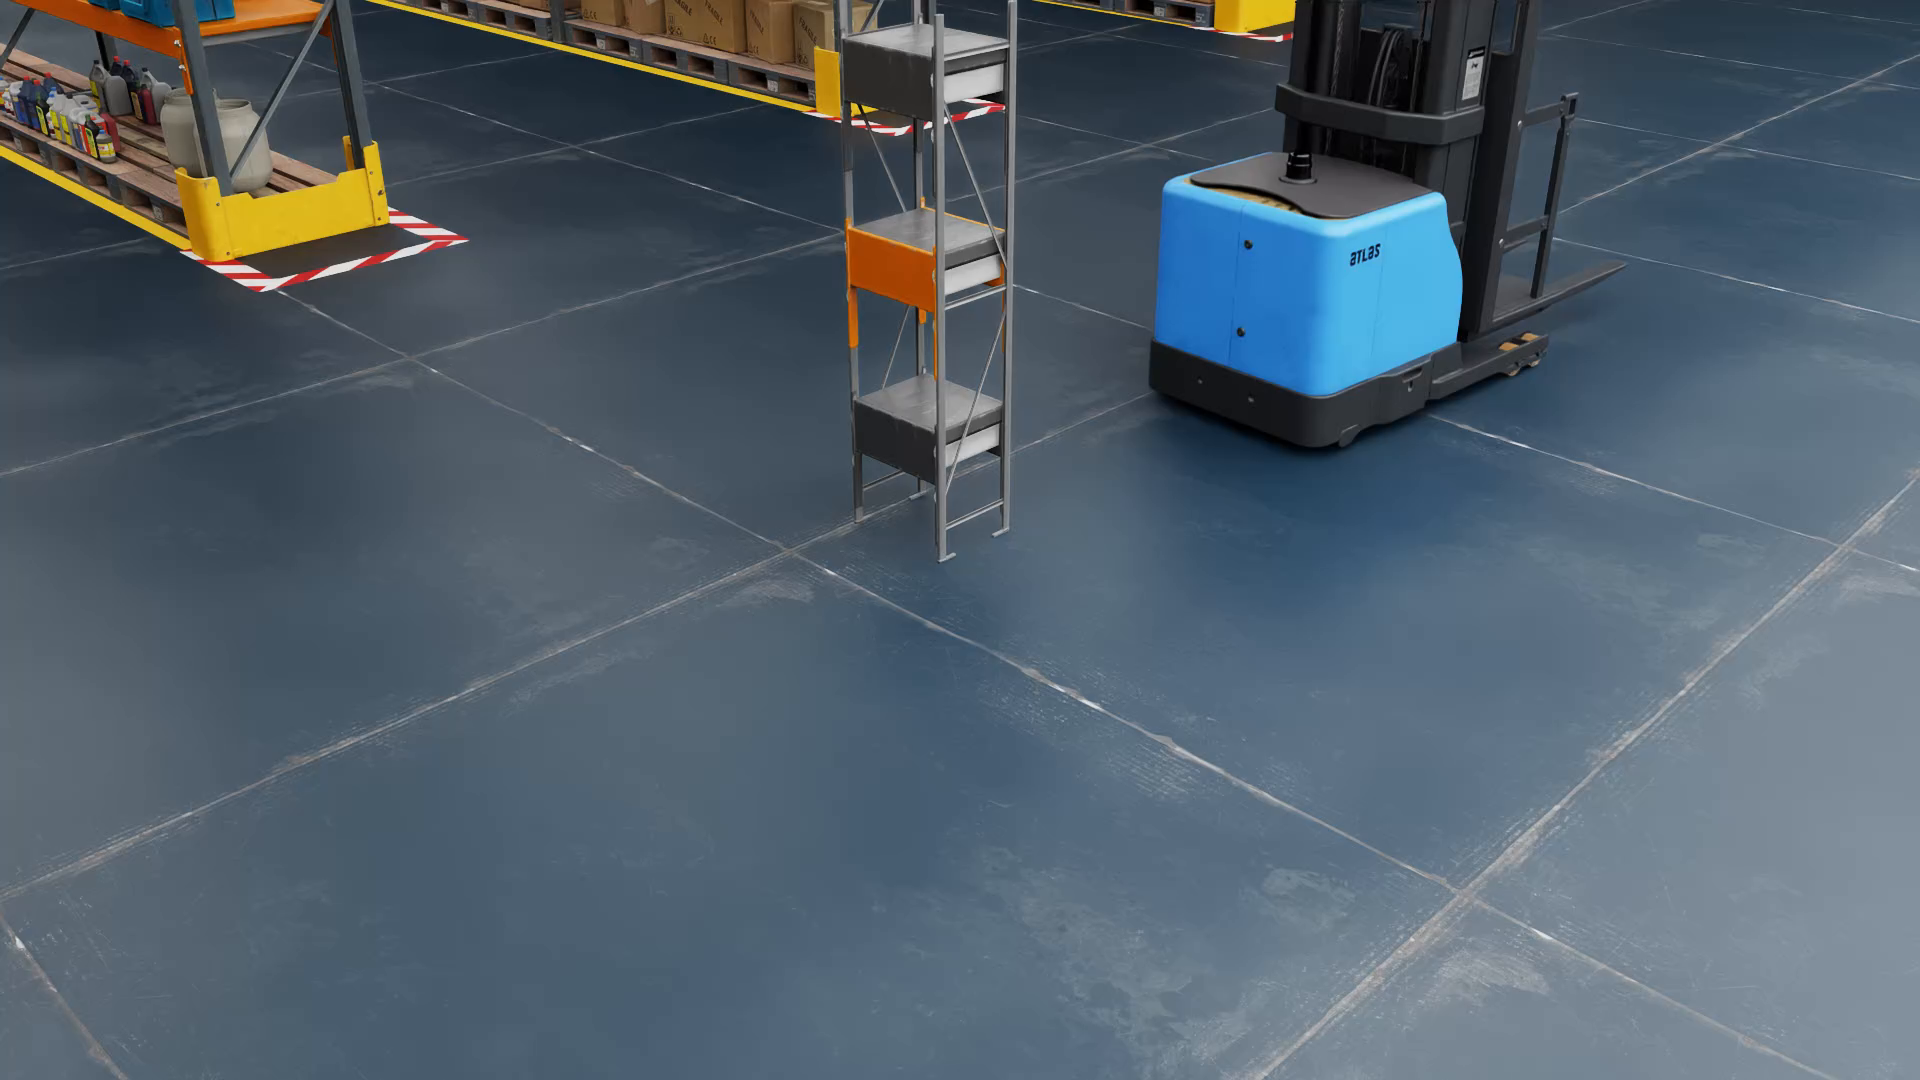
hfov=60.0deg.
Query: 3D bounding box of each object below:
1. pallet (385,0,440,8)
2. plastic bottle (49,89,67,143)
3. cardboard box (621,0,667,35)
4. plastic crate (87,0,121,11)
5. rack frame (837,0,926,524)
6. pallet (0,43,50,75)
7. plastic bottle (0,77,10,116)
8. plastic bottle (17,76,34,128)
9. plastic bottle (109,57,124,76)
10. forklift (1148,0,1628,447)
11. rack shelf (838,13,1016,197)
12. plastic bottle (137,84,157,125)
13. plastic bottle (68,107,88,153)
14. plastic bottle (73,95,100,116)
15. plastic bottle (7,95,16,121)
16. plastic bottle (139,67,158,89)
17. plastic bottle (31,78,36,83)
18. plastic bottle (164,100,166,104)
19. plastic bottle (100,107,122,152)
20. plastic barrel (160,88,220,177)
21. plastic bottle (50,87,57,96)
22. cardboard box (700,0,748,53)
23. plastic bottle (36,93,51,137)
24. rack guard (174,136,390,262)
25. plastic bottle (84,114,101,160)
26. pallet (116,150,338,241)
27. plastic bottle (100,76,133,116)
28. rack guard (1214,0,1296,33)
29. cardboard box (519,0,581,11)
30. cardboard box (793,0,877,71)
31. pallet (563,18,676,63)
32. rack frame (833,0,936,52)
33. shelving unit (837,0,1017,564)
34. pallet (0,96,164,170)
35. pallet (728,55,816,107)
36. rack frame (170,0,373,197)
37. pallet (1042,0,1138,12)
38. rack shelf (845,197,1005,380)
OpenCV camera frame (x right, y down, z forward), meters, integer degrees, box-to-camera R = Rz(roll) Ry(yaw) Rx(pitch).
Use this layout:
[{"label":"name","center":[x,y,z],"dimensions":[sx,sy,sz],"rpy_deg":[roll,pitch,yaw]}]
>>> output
[{"label":"pallet","center":[-5.732,-5.973,17.882],"dimensions":[1.213,0.211,1.003],"rpy_deg":[25,36,38]},{"label":"plastic bottle","center":[-6.186,-2.934,11.481],"dimensions":[0.185,0.351,0.144],"rpy_deg":[24,36,38]},{"label":"cardboard box","center":[-2.765,-4.908,15.096],"dimensions":[0.500,0.500,0.500],"rpy_deg":[-13,31,-24]},{"label":"plastic crate","center":[-5.082,-3.420,10.191],"dimensions":[0.408,0.251,0.499],"rpy_deg":[25,36,38]},{"label":"rack frame","center":[-0.292,-1.063,6.515],"dimensions":[0.015,2.100,0.400],"rpy_deg":[25,36,38]},{"label":"pallet","center":[-8.370,-3.921,13.979],"dimensions":[1.213,0.211,1.003],"rpy_deg":[25,36,38]},{"label":"plastic bottle","center":[-6.988,-3.251,12.169],"dimensions":[0.097,0.271,0.097],"rpy_deg":[0,28,0]},{"label":"plastic bottle","center":[-6.624,-3.135,11.862],"dimensions":[0.144,0.351,0.185],"rpy_deg":[-24,36,-38]},{"label":"plastic bottle","center":[-6.247,-3.421,12.407],"dimensions":[0.185,0.351,0.144],"rpy_deg":[23,36,37]},{"label":"forklift","center":[2.341,-2.276,7.929],"dimensions":[3.031,2.935,1.130],"rpy_deg":[-23,35,-36]},{"label":"rack shelf","center":[-0.118,-1.591,6.045],"dimensions":[0.480,0.518,0.431],"rpy_deg":[25,36,38]},{"label":"plastic bottle","center":[-5.841,-3.133,11.932],"dimensions":[0.133,0.283,0.061],"rpy_deg":[25,36,38]},{"label":"plastic bottle","center":[-5.932,-2.788,11.283],"dimensions":[0.135,0.276,0.152],"rpy_deg":[23,36,37]},{"label":"plastic bottle","center":[-6.100,-2.959,11.607],"dimensions":[0.135,0.276,0.152],"rpy_deg":[25,36,38]},{"label":"plastic bottle","center":[-6.843,-3.154,12.059],"dimensions":[0.097,0.201,0.097],"rpy_deg":[0,28,0]},{"label":"plastic bottle","center":[-5.880,-3.253,12.087],"dimensions":[0.185,0.351,0.144],"rpy_deg":[24,36,38]},{"label":"plastic bottle","center":[-6.664,-3.196,12.050],"dimensions":[0.133,0.283,0.061],"rpy_deg":[25,36,38]},{"label":"plastic bottle","center":[-5.663,-3.103,11.963],"dimensions":[0.097,0.201,0.097],"rpy_deg":[0,28,0]},{"label":"plastic bottle","center":[-5.759,-2.781,11.262],"dimensions":[0.133,0.283,0.061],"rpy_deg":[25,36,38]},{"label":"plastic barrel","center":[-4.936,-2.646,10.781],"dimensions":[0.421,0.512,0.421],"rpy_deg":[0,28,0]},{"label":"plastic bottle","center":[-6.436,-3.092,11.867],"dimensions":[0.097,0.271,0.097],"rpy_deg":[0,28,0]},{"label":"cardboard box","center":[-1.900,-4.535,14.386],"dimensions":[0.500,0.500,0.500],"rpy_deg":[-21,34,-35]},{"label":"plastic bottle","center":[-6.400,-2.975,11.632],"dimensions":[0.061,0.283,0.133],"rpy_deg":[-23,36,-37]},{"label":"rack guard","center":[-4.143,-2.111,10.228],"dimensions":[0.348,0.500,1.175],"rpy_deg":[25,36,38]},{"label":"plastic bottle","center":[-5.769,-2.687,11.082],"dimensions":[0.061,0.283,0.133],"rpy_deg":[-24,36,-38]},{"label":"pallet","center":[-4.719,-2.250,10.802],"dimensions":[1.213,0.211,1.003],"rpy_deg":[25,36,38]},{"label":"plastic bottle","center":[-6.196,-3.268,12.196],"dimensions":[0.135,0.276,0.152],"rpy_deg":[25,36,38]},{"label":"rack guard","center":[2.983,-5.351,16.389],"dimensions":[0.348,0.500,1.175],"rpy_deg":[25,36,38]},{"label":"cardboard box","center":[-3.859,-5.453,16.110],"dimensions":[0.500,0.500,0.700],"rpy_deg":[21,34,35]},{"label":"cardboard box","center":[-1.017,-4.141,13.636],"dimensions":[0.500,0.500,0.500],"rpy_deg":[-18,33,-30]},{"label":"pallet","center":[-2.932,-4.715,15.491],"dimensions":[1.213,0.211,1.003],"rpy_deg":[25,36,38]},{"label":"rack frame","center":[-0.583,-4.852,12.754],"dimensions":[0.127,3.000,1.000],"rpy_deg":[25,36,38]},{"label":"shelving unit","center":[-0.118,-0.983,6.364],"dimensions":[0.503,2.100,0.431],"rpy_deg":[25,36,38]},{"label":"pallet","center":[-6.459,-3.046,12.316],"dimensions":[1.213,0.211,1.003],"rpy_deg":[25,36,38]},{"label":"pallet","center":[-1.192,-3.919,13.977],"dimensions":[1.213,0.211,1.003],"rpy_deg":[25,36,38]},{"label":"rack frame","center":[-4.056,-3.208,9.628],"dimensions":[0.127,3.000,1.000],"rpy_deg":[25,36,38]},{"label":"pallet","center":[1.475,-5.864,17.675],"dimensions":[1.213,0.211,1.003],"rpy_deg":[25,36,38]},{"label":"rack shelf","center":[-0.118,-0.971,6.370],"dimensions":[0.480,0.518,0.431],"rpy_deg":[25,36,38]}]
